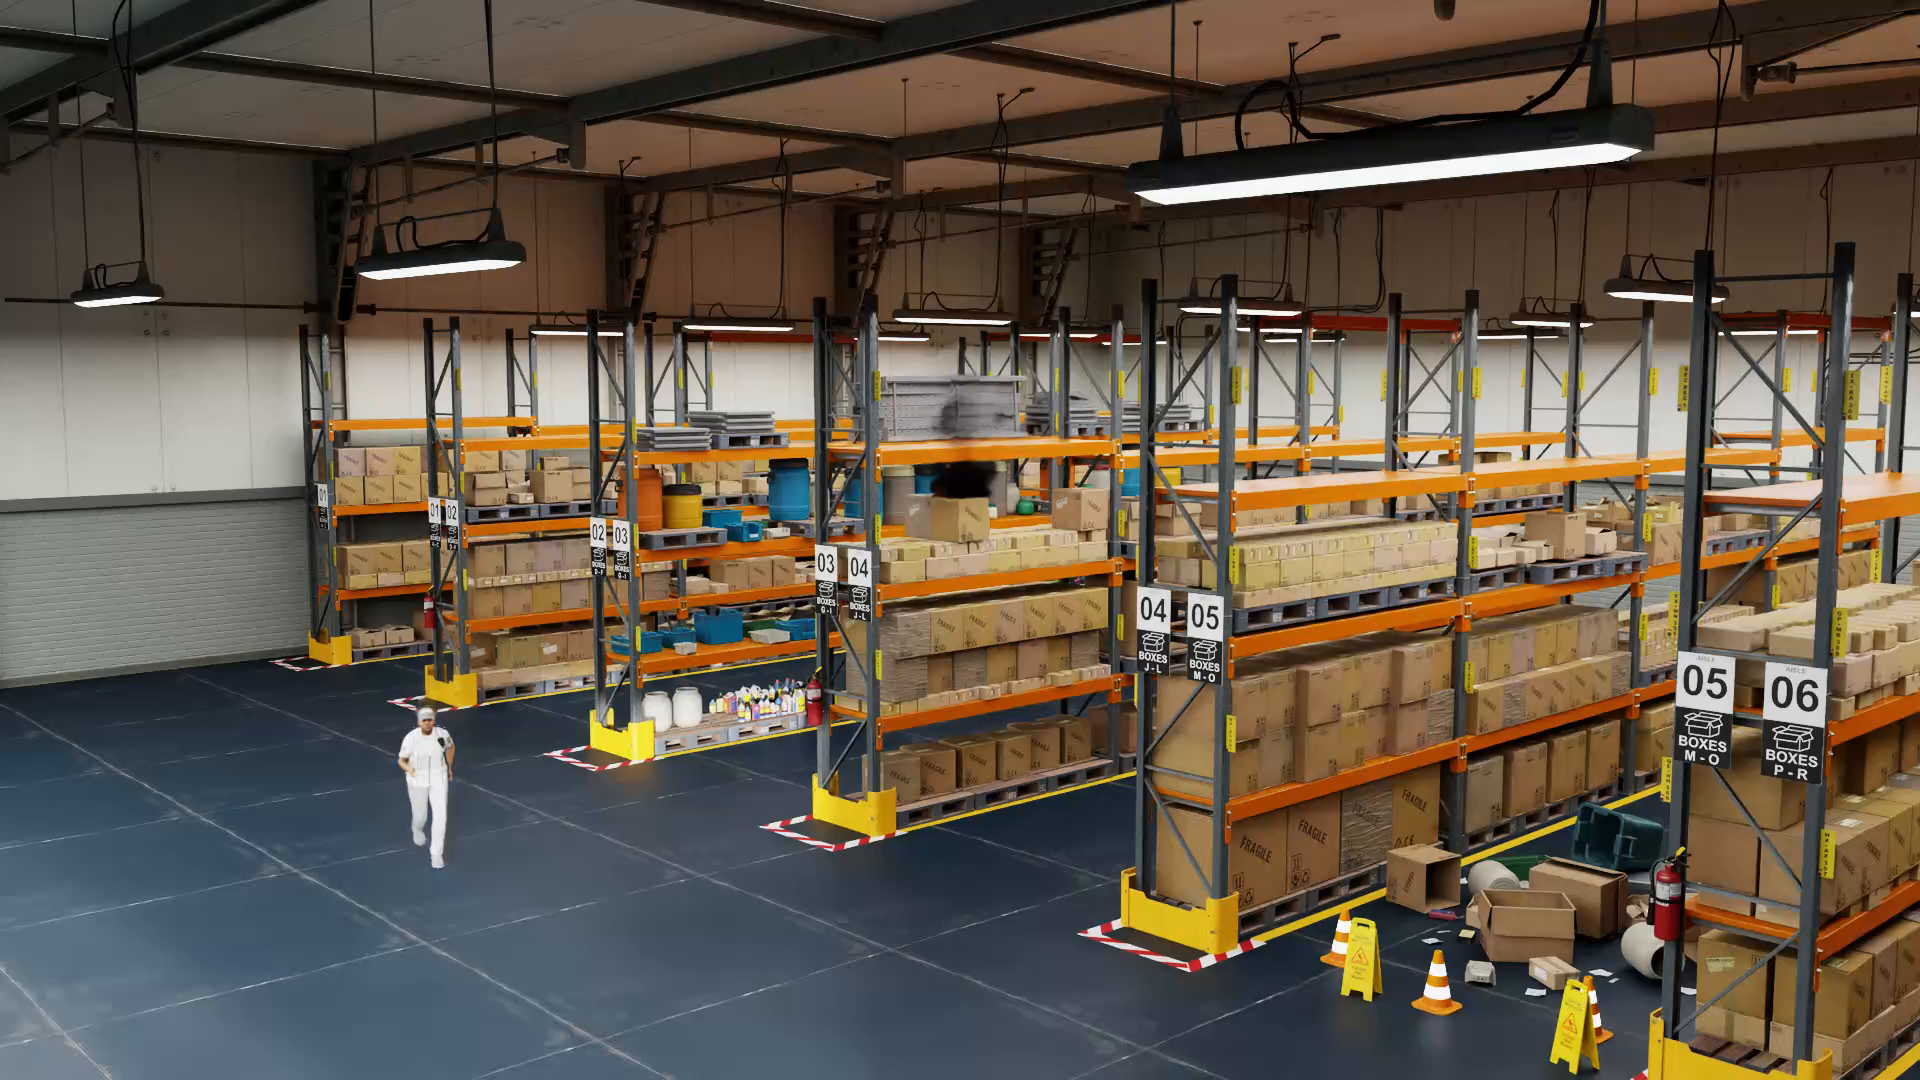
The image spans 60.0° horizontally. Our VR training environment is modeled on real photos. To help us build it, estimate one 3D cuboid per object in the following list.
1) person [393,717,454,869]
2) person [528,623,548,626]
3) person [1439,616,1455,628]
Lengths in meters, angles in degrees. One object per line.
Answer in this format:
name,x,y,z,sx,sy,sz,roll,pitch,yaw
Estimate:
person,-5.528,2.632,17.202,0.592,1.608,0.588,-2,6,-22
person,-7.386,1.386,29.108,0.578,1.752,0.734,3,7,28
person,7.213,1.823,24.405,0.625,1.834,0.766,5,8,40
